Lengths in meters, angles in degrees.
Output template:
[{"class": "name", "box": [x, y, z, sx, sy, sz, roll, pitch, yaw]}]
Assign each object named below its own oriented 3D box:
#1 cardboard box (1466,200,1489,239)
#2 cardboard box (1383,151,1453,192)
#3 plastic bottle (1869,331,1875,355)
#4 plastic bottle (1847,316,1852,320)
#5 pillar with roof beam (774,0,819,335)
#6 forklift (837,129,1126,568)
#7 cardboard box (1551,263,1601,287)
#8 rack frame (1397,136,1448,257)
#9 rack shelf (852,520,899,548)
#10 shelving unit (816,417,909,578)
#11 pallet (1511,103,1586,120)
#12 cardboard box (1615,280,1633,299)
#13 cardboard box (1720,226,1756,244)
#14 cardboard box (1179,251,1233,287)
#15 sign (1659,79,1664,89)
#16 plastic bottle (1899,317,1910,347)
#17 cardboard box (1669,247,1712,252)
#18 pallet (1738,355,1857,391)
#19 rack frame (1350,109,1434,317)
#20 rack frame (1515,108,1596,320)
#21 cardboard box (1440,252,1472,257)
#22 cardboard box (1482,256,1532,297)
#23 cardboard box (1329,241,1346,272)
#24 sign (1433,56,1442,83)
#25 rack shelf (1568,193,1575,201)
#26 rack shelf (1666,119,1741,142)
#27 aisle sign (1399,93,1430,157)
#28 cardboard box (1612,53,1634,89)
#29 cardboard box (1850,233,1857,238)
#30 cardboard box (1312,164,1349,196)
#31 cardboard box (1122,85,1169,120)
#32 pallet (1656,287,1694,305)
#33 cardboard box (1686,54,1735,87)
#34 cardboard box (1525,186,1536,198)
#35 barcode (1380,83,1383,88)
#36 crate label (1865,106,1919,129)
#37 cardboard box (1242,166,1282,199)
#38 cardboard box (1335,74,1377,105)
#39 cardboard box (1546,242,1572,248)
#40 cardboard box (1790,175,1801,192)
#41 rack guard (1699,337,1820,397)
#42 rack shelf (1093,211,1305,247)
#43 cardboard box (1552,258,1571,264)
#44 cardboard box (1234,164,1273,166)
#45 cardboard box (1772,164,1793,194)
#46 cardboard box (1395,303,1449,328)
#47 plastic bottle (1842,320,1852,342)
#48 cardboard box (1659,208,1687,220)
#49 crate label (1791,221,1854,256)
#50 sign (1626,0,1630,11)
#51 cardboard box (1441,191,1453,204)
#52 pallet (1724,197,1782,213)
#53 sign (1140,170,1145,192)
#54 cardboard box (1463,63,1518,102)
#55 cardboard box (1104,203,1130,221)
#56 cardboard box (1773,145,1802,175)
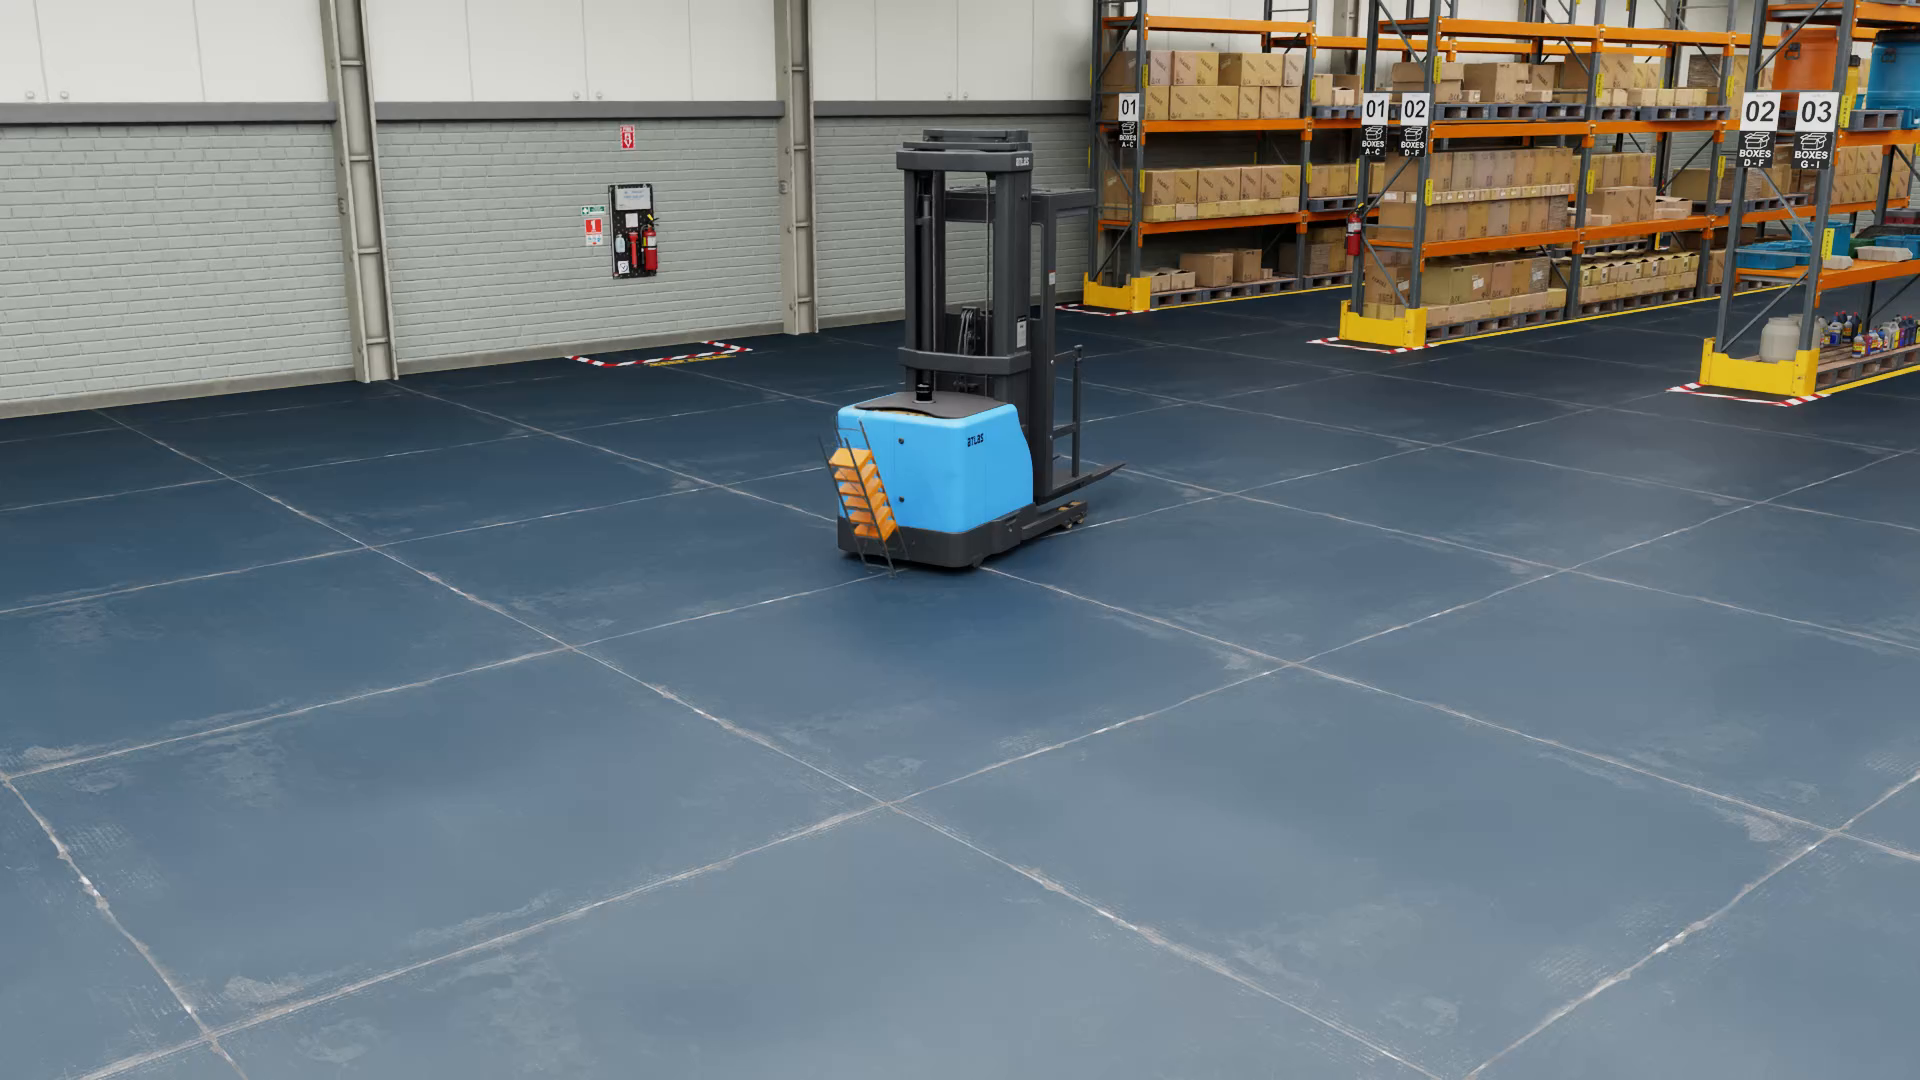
[{"class": "cardboard box", "box": [6.749, -4.383, 22.653, 0.500, 0.500, 0.700, -12, 19, -39]}, {"class": "cardboard box", "box": [6.018, -4.846, 21.872, 0.500, 0.500, 0.700, -13, 19, -39]}, {"class": "plastic bottle", "box": [10.697, -2.319, 19.555, 0.097, 0.271, 0.097, 0, 15, 0]}, {"class": "plastic bottle", "box": [11.129, -2.666, 20.843, 0.135, 0.276, 0.152, -12, 19, -37]}, {"class": "pillar with roof beam", "box": [0.622, -6.380, 18.697, 0.400, 9.000, 9.100, -13, 19, -39]}, {"class": "forklift", "box": [0.319, -1.555, 12.392, 1.130, 2.935, 3.031, 9, 17, 29]}, {"class": "cardboard box", "box": [9.110, -3.930, 24.577, 0.500, 0.311, 0.500, -13, 19, -39]}, {"class": "rack frame", "box": [8.398, -6.404, 30.413, 0.127, 3.000, 1.000, -13, 19, -39]}, {"class": "rack shelf", "box": [-0.568, -0.056, 11.204, 0.258, 0.103, 0.180, 9, 45, 29]}, {"class": "shelving unit", "box": [-0.636, -0.270, 11.029, 0.258, 1.200, 0.189, 9, 45, 29]}, {"class": "pallet", "box": [8.008, -6.020, 23.333, 1.213, 0.211, 1.003, -13, 19, -39]}, {"class": "cardboard box", "box": [9.877, -3.832, 25.298, 0.500, 0.250, 0.500, -13, 20, -41]}, {"class": "cardboard box", "box": [13.390, -5.281, 28.748, 0.500, 0.250, 0.500, -13, 19, -39]}, {"class": "cardboard box", "box": [3.960, -4.365, 26.769, 0.500, 0.500, 0.700, -14, 21, -43]}, {"class": "sign", "box": [11.298, -7.245, 26.748, 0.005, 0.325, 0.100, -13, 19, -39]}, {"class": "plastic bottle", "box": [11.442, -2.533, 20.201, 0.185, 0.351, 0.144, -14, 20, -42]}, {"class": "cardboard box", "box": [12.204, -4.650, 27.835, 0.500, 0.500, 0.500, -12, 19, -37]}, {"class": "pallet", "box": [9.509, -1.932, 19.073, 1.213, 0.211, 1.003, -13, 19, -39]}, {"class": "rack frame", "box": [5.617, -4.085, 21.732, 0.127, 3.000, 1.000, -13, 19, -39]}, {"class": "rack frame", "box": [8.635, -4.763, 24.269, 0.127, 3.000, 1.000, -13, 19, -39]}, {"class": "cardboard box", "box": [9.038, -5.668, 31.007, 0.750, 0.750, 0.750, -13, 20, -40]}, {"class": "cardboard box", "box": [7.669, -3.711, 23.391, 0.500, 0.500, 0.500, -13, 19, -39]}, {"class": "cardboard box", "box": [6.281, -4.957, 28.986, 0.500, 0.500, 0.700, -13, 20, -40]}, {"class": "sign", "box": [5.977, -5.886, 20.813, 0.005, 0.325, 0.100, -13, 19, -39]}, {"class": "rack shelf", "box": [12.924, -7.073, 34.311, 4.000, 0.370, 1.077, -13, 19, -39]}, {"class": "rack shelf", "box": [13.161, -6.881, 27.780, 4.000, 0.370, 1.077, -13, 19, -39]}, {"class": "aisle sign", "box": [5.769, -5.270, 21.131, 0.004, 0.787, 0.394, -13, 19, -39]}, {"class": "cardboard box", "box": [9.540, -6.903, 24.490, 0.500, 0.500, 0.500, -10, 18, -34]}, {"class": "cardboard box", "box": [16.084, -5.444, 30.803, 0.637, 0.503, 0.797, -13, 19, -39]}, {"class": "cardboard box", "box": [6.213, -6.160, 28.454, 0.500, 0.500, 0.700, -10, 18, -34]}, {"class": "cardboard box", "box": [2.779, -6.564, 24.967, 0.500, 0.500, 0.500, -12, 19, -38]}, {"class": "pallet", "box": [11.006, -3.961, 26.672, 1.213, 0.211, 1.003, -13, 19, -39]}, {"class": "cardboard box", "box": [11.985, -7.494, 26.548, 0.500, 0.500, 0.500, -13, 19, -39]}, {"class": "cardboard box", "box": [7.801, -4.865, 23.199, 0.250, 0.149, 0.380, -13, 20, -40]}, {"class": "barcode", "box": [5.528, -5.960, 21.813, 0.075, 0.075, 0.001, -13, 19, -39]}, {"class": "crate label", "box": [10.495, -4.750, 18.698, 0.408, 0.251, 0.502, -13, 19, -39]}, {"class": "cardboard box", "box": [4.854, -5.800, 26.951, 0.500, 0.500, 0.500, -13, 20, -40]}, {"class": "cardboard box", "box": [6.775, -7.713, 28.493, 0.500, 0.500, 0.500, -14, 20, -41]}, {"class": "cardboard box", "box": [12.047, -6.184, 33.618, 0.500, 0.500, 0.700, -12, 19, -39]}, {"class": "cardboard box", "box": [14.878, -6.301, 29.833, 0.500, 0.500, 0.500, -12, 19, -38]}, {"class": "rack guard", "box": [8.892, -1.935, 18.524, 0.348, 0.500, 1.175, -13, 19, -39]}, {"class": "rack shelf", "box": [3.871, -5.040, 26.701, 4.000, 0.370, 1.077, -13, 19, -39]}, {"class": "cardboard box", "box": [9.140, -4.122, 25.297, 0.500, 0.311, 0.500, -12, 19, -38]}, {"class": "cardboard box", "box": [4.888, -5.987, 27.651, 0.500, 0.500, 0.500, -13, 20, -41]}, {"class": "cardboard box", "box": [14.166, -6.333, 29.138, 0.700, 0.500, 0.500, 8, 17, 28]}, {"class": "cardboard box", "box": [6.168, -3.007, 22.210, 0.500, 0.250, 0.500, -13, 19, -39]}, {"class": "plastic bottle", "box": [10.972, -2.588, 20.562, 0.097, 0.271, 0.097, 0, 15, 0]}, {"class": "cardboard box", "box": [11.155, -5.113, 26.066, 0.250, 0.149, 0.380, -13, 19, -39]}, {"class": "crate label", "box": [10.077, -3.502, 19.479, 0.616, 0.435, 0.502, -13, 19, -39]}, {"class": "sign", "box": [14.073, -11.295, 34.980, 0.005, 0.325, 0.100, -13, 19, -39]}, {"class": "cardboard box", "box": [6.252, -4.517, 21.896, 0.250, 0.149, 0.380, -13, 20, -41]}, {"class": "pallet", "box": [13.116, -5.678, 28.067, 1.213, 0.211, 1.003, -13, 19, -39]}, {"class": "sign", "box": [2.719, -5.362, 24.833, 0.005, 0.325, 0.100, -13, 19, -39]}, {"class": "cardboard box", "box": [7.049, -6.081, 22.114, 0.500, 0.500, 0.500, -13, 19, -39]}, {"class": "cardboard box", "box": [2.588, -5.103, 25.794, 0.500, 0.250, 0.500, -12, 19, -39]}, {"class": "cardboard box", "box": [14.881, -6.786, 29.710, 0.500, 0.500, 0.500, -13, 19, -39]}]
